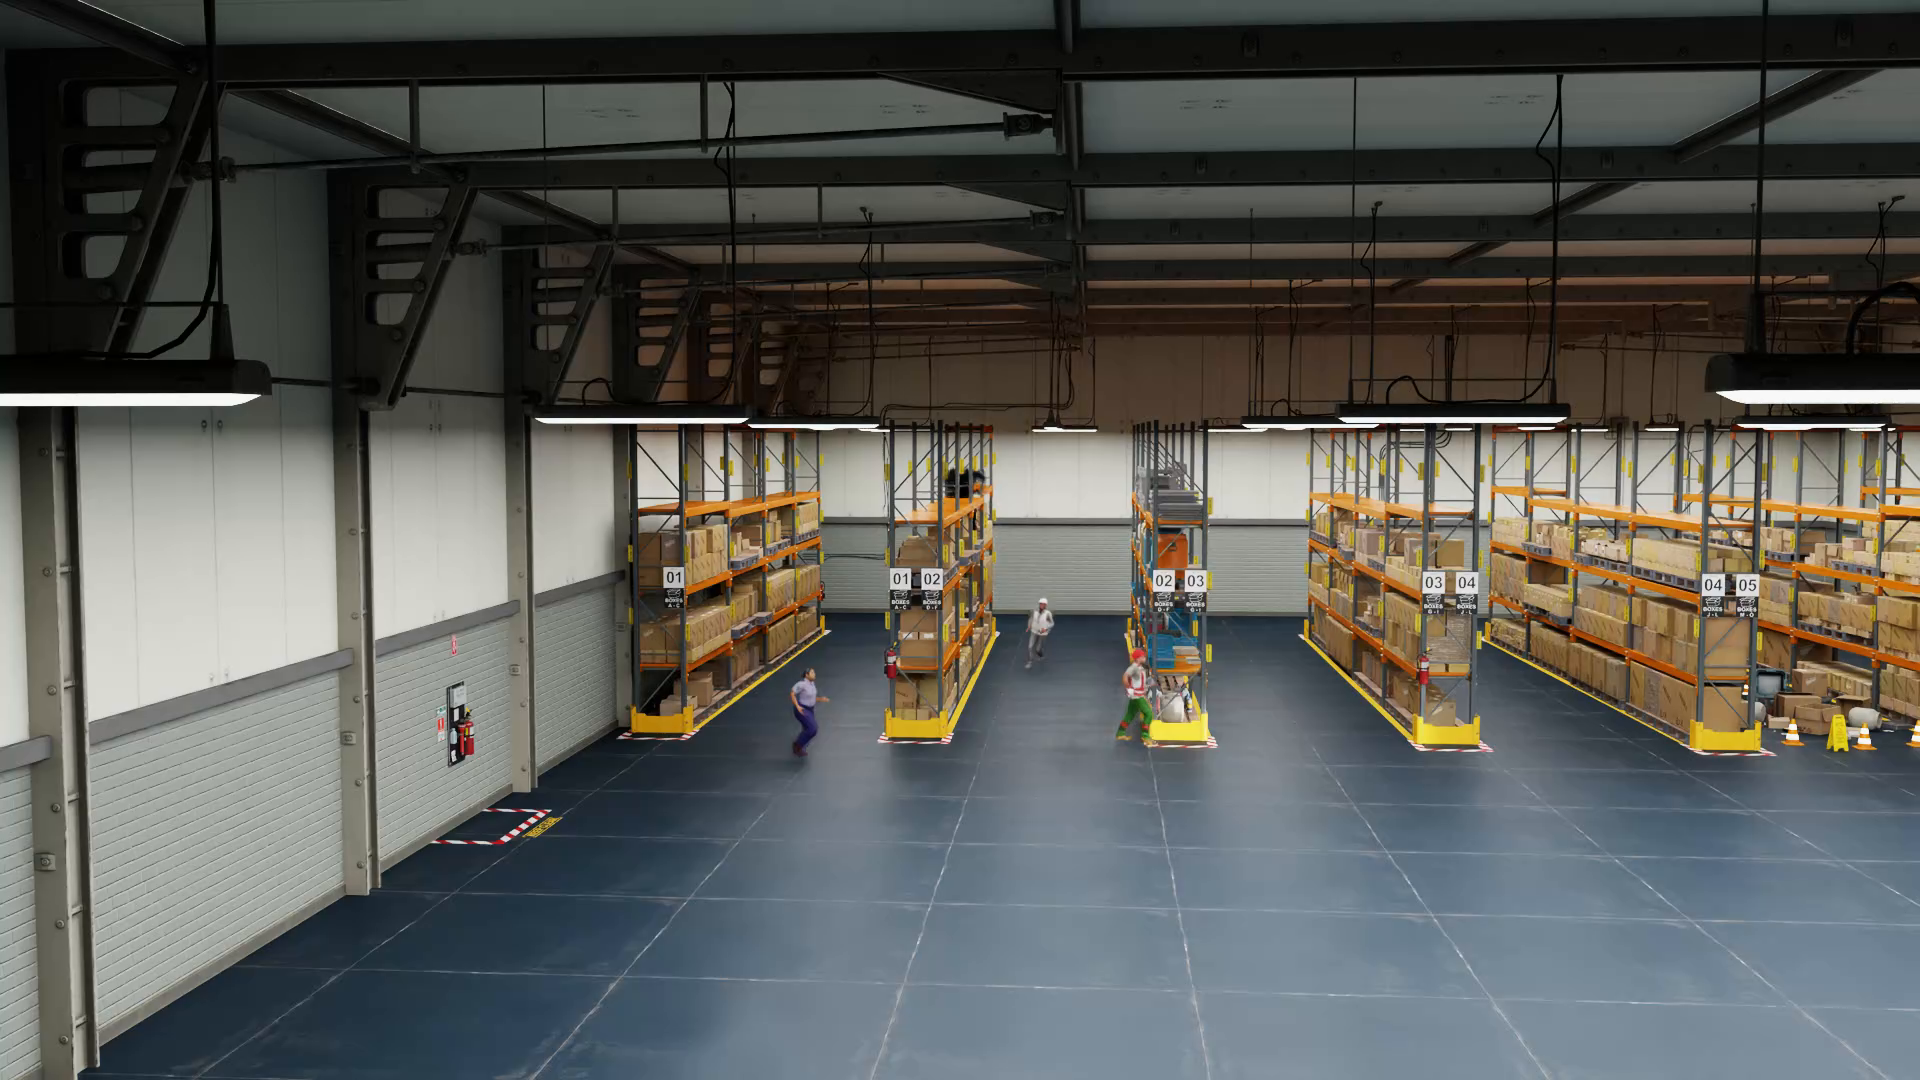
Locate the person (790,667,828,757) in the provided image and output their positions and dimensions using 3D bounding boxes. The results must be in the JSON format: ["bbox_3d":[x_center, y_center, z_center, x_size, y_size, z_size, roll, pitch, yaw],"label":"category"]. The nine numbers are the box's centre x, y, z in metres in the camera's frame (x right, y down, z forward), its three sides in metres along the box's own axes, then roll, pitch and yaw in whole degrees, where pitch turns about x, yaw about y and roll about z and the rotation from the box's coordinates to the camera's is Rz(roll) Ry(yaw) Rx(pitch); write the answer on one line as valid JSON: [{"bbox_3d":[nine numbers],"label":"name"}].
[{"bbox_3d":[-2.697,3.054,29.499,0.662,1.602,0.611,1,4,19],"label":"person"}]

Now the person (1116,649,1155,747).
[{"bbox_3d":[3.211,2.906,30.460,0.726,1.825,0.745,1,4,9],"label":"person"}]

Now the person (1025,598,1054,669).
[{"bbox_3d":[1.979,2.282,40.846,0.697,1.710,0.791,1,4,22],"label":"person"}]
